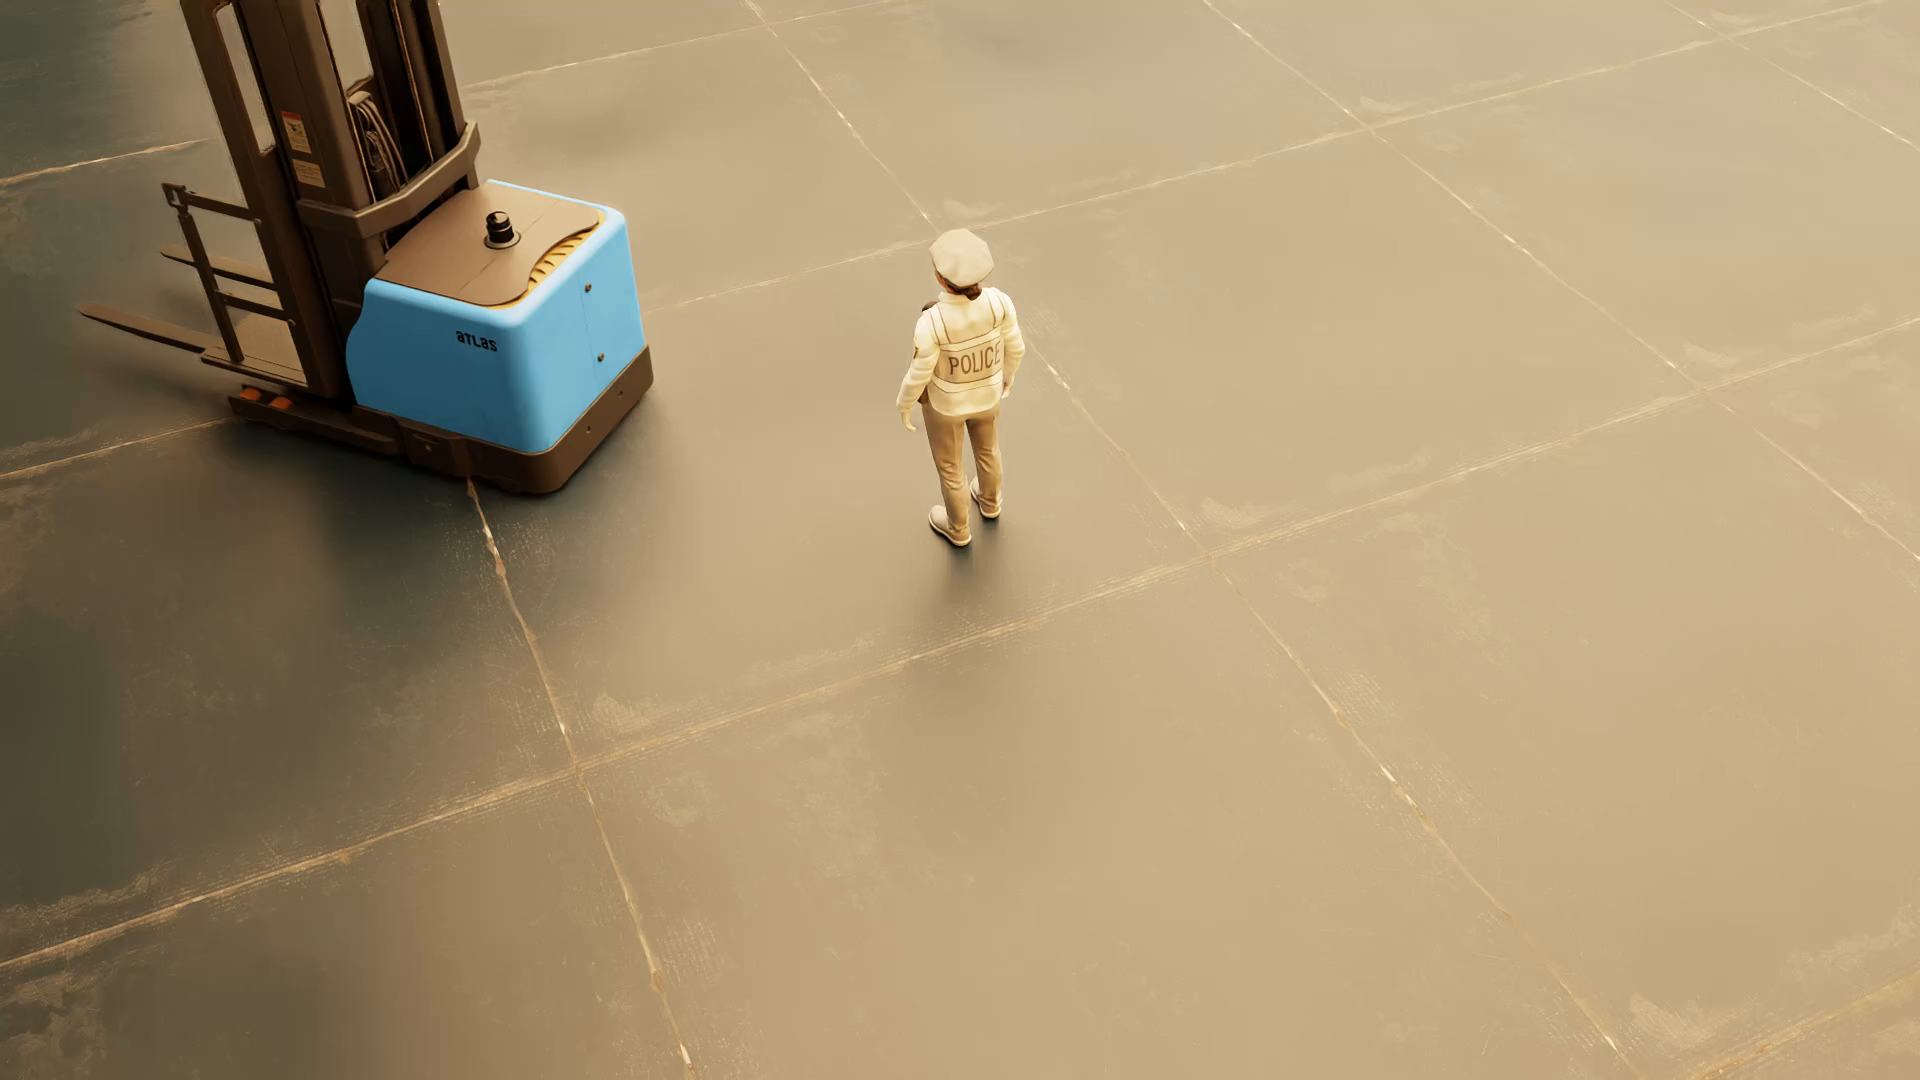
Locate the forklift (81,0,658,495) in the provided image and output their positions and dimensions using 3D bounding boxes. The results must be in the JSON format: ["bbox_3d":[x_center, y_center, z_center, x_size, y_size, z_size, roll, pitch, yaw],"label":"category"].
[{"bbox_3d":[-3.129,-1.938,7.756,3.031,2.935,1.130,16,45,16],"label":"forklift"}]

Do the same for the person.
[{"bbox_3d":[-0.023,-0.670,7.293,0.586,1.694,0.530,-18,46,-18],"label":"person"}]
